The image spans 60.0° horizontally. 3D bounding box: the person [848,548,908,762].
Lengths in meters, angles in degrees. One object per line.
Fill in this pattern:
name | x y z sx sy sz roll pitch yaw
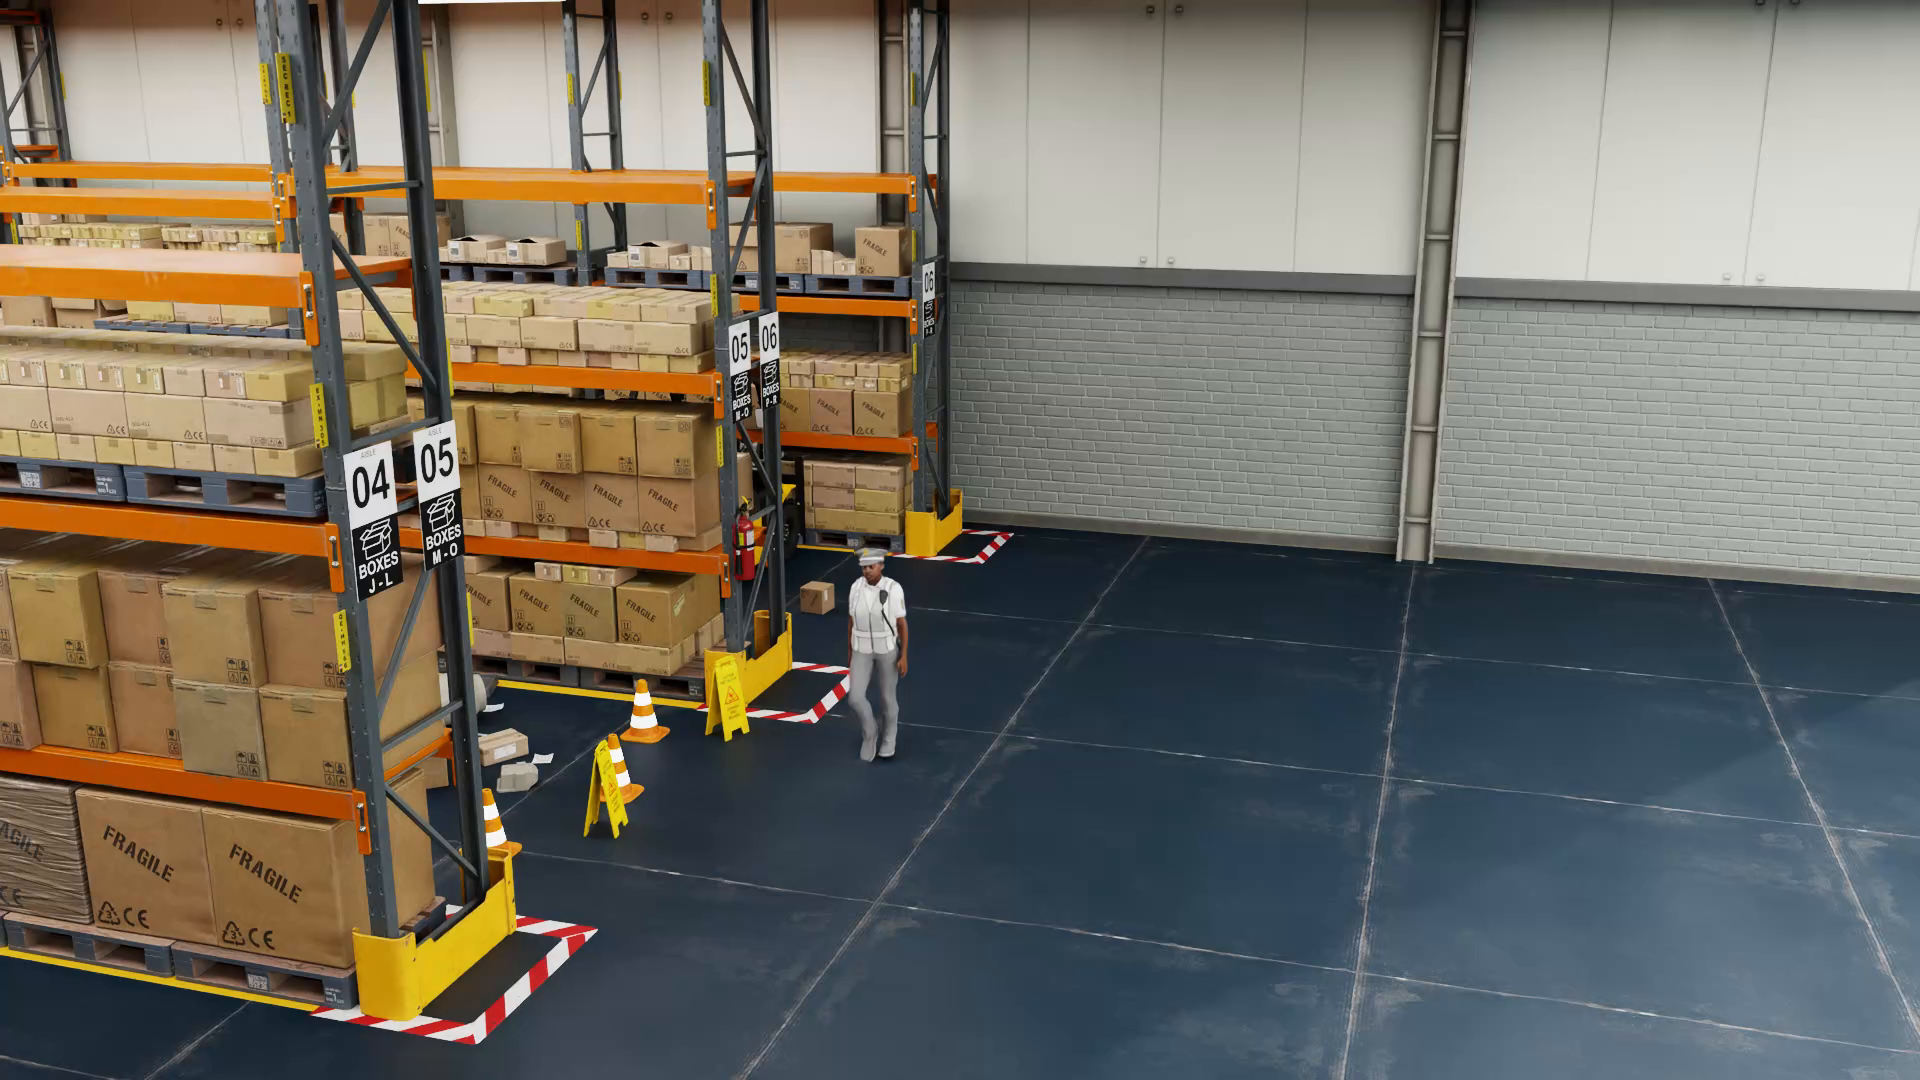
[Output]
person | -0.635 0.882 12.660 0.499 1.723 0.467 3 15 10
